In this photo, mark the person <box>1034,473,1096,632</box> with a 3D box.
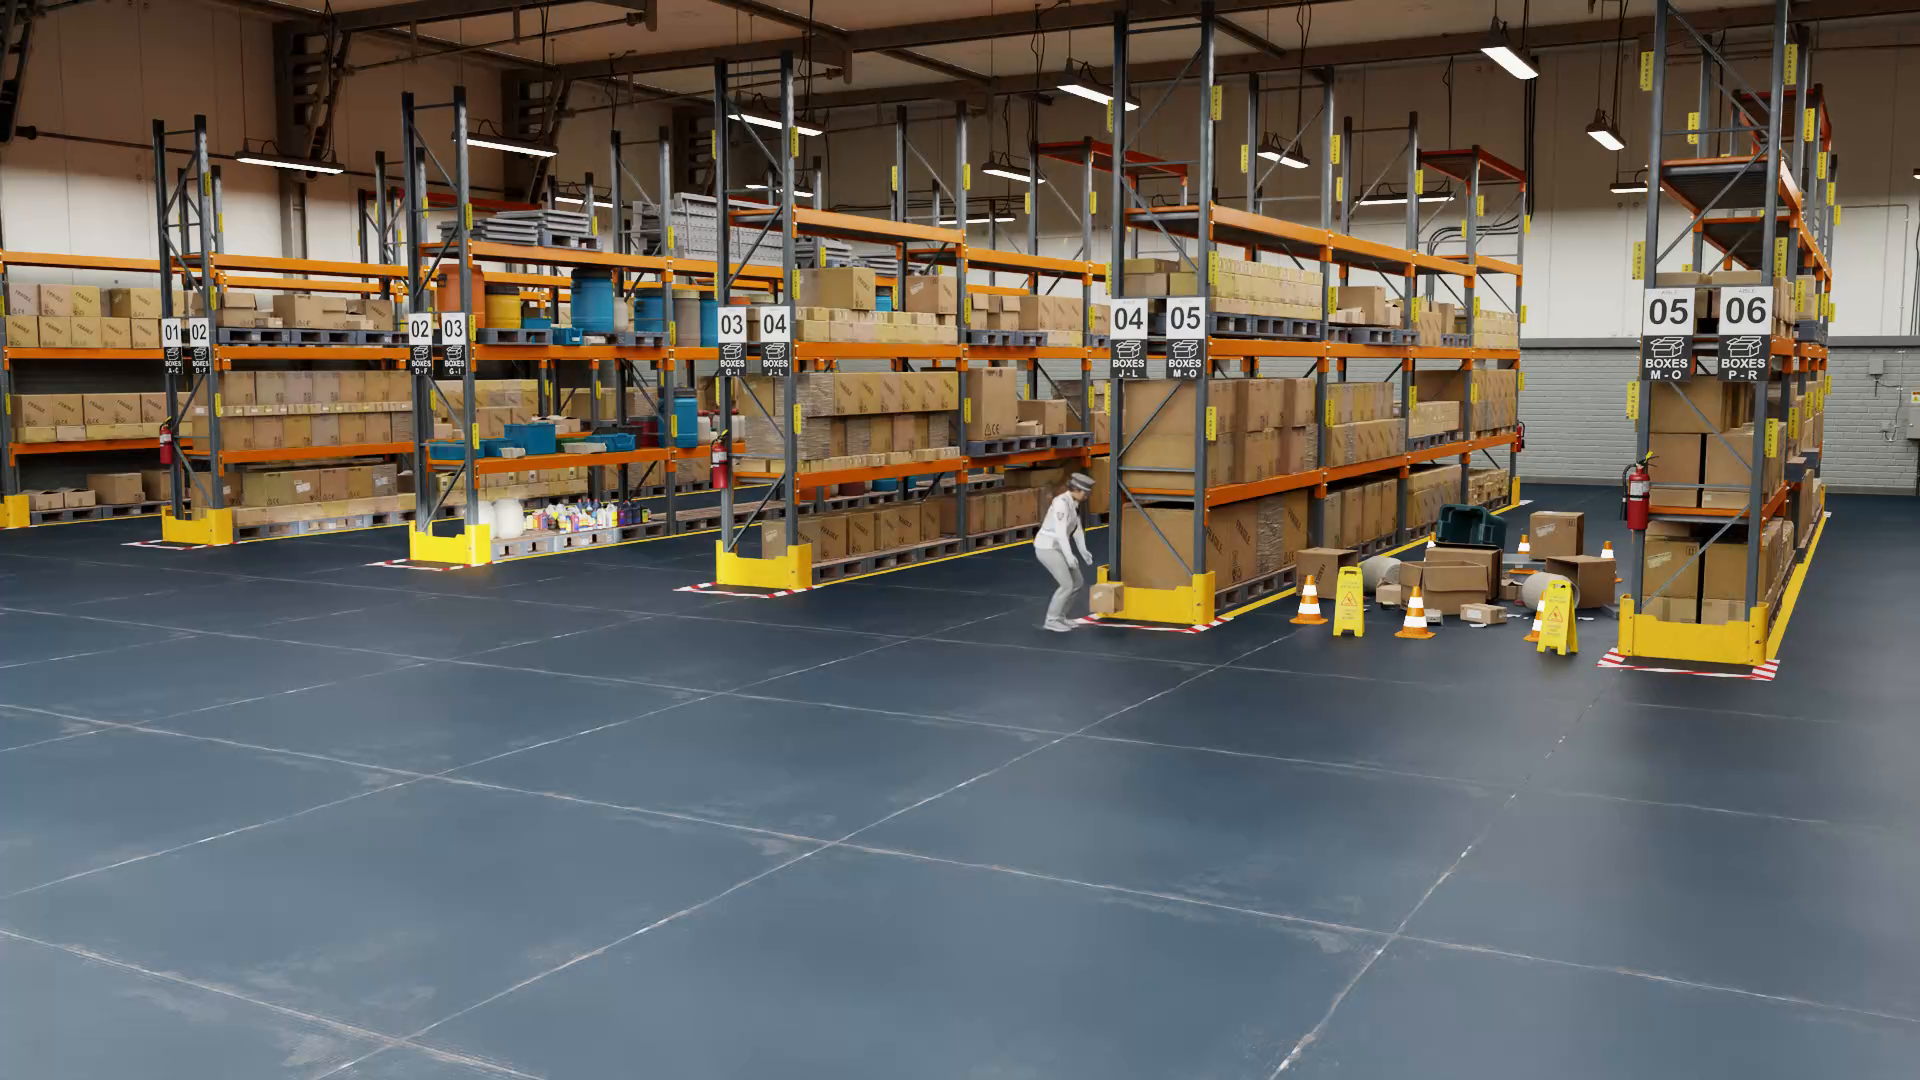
[{"bbox_3d":[1.025,0.109,16.072,0.591,1.522,0.526,3,7,25],"label":"person"}]
